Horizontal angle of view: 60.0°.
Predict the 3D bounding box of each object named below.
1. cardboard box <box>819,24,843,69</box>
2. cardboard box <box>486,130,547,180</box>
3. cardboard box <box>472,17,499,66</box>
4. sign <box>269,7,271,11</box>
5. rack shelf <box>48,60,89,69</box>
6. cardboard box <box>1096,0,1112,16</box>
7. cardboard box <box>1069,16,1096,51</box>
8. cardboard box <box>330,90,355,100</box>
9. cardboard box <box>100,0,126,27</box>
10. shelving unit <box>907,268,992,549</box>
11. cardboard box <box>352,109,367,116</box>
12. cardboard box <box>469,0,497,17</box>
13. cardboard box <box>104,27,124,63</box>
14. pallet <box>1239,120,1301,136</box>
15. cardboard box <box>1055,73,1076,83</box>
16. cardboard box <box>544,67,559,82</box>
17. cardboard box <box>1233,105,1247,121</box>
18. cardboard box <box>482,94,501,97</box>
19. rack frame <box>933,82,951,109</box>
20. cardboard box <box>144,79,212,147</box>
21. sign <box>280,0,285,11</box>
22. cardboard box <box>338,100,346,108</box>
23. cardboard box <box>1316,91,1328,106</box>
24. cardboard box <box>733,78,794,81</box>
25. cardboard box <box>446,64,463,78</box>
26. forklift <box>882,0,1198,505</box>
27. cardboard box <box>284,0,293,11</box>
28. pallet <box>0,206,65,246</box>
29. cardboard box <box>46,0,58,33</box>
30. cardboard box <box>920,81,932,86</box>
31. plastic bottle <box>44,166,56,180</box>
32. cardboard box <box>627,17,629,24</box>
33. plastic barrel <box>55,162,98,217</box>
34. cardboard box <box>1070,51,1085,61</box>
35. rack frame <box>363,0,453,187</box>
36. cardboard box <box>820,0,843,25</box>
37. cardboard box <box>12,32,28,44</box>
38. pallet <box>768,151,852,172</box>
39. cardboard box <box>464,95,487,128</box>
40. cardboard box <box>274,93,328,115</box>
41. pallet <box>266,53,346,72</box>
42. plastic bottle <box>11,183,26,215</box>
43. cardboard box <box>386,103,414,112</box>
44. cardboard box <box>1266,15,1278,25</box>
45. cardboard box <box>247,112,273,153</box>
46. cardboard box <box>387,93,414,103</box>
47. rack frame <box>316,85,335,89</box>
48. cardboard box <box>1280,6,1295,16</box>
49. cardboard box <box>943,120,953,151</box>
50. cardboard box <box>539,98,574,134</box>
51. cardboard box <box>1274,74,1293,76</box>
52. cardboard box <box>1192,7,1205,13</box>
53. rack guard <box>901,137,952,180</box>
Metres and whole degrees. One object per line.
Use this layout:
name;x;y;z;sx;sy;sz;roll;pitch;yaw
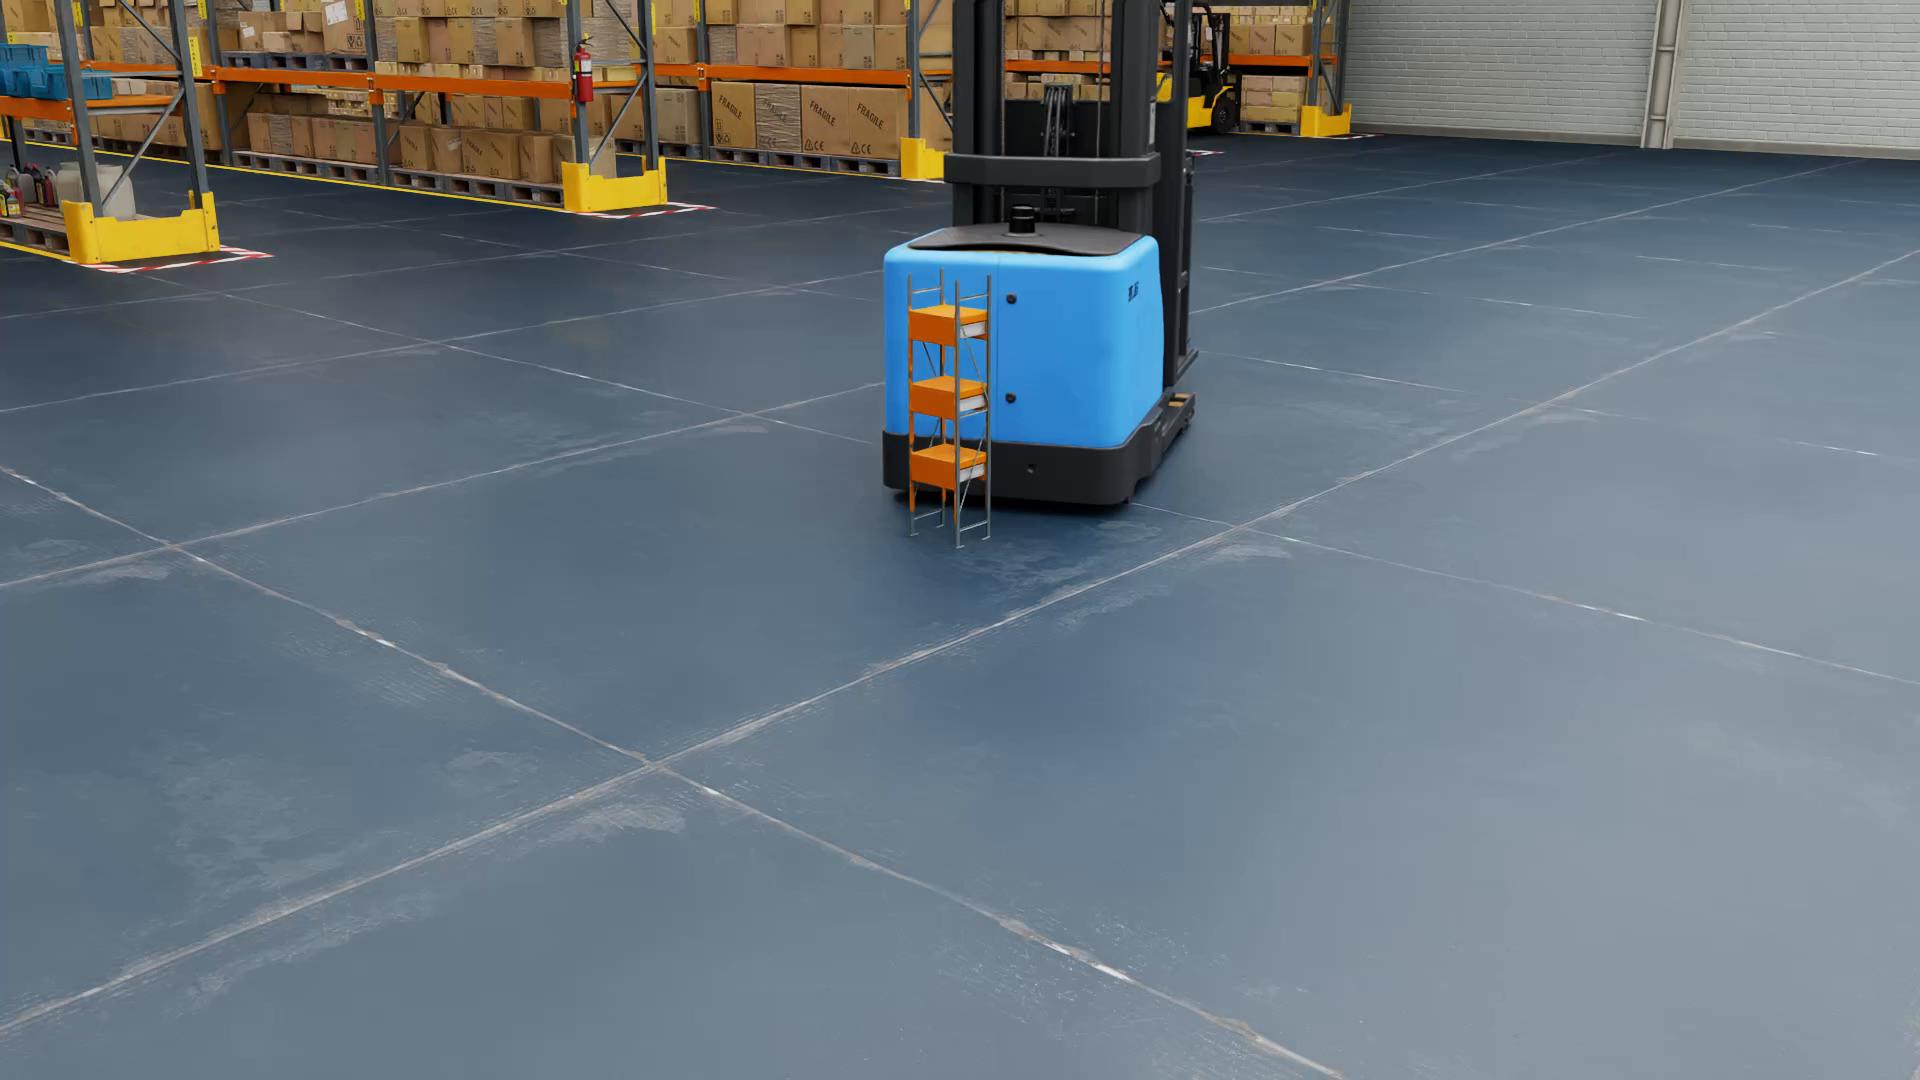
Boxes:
cardboard box;-1.342;-6.489;21.851;0.550;0.550;0.875;15;23;39
cardboard box;-5.022;-4.385;18.907;0.500;0.500;0.500;-16;23;-41
cardboard box;-4.833;-5.494;18.308;0.500;0.500;0.875;15;23;39
sign;-12.600;-9.609;30.499;0.005;0.325;0.100;15;23;39
rack shelf;-14.112;-7.473;26.389;4.000;0.370;1.077;15;23;39
cardboard box;2.410;-7.966;24.444;0.500;0.500;0.700;14;23;38
cardboard box;1.977;-7.584;24.894;0.500;0.500;0.500;15;23;39
cardboard box;-11.076;-8.002;29.903;0.250;0.149;0.380;15;23;40
cardboard box;-12.133;-7.814;24.449;0.637;0.503;0.797;14;23;38
shelving unit;-0.040;-0.511;6.487;0.252;1.050;0.215;15;23;39
cardboard box;-10.542;-7.567;29.514;0.250;0.149;0.380;15;23;39
cardboard box;-4.966;-5.925;18.013;0.500;0.500;0.500;15;23;39
cardboard box;-12.061;-7.212;24.213;0.500;0.500;0.500;15;23;39
pallet;5.629;-7.186;28.904;1.213;0.211;1.003;15;23;39
cardboard box;1.660;-7.015;25.295;0.250;0.149;0.380;16;23;40
cardboard box;-4.178;-4.946;17.652;0.250;0.149;0.380;15;23;39
cardboard box;4.934;-7.487;29.097;0.500;0.250;0.500;15;23;40
cardboard box;-7.327;-7.256;26.715;0.500;0.250;0.500;15;23;40
rack frame;-0.055;-8.050;27.018;0.127;3.000;1.000;15;23;39
cardboard box;-10.788;-6.122;23.763;0.875;0.875;1.225;15;23;39
sign;-9.271;-7.250;22.714;0.005;0.325;0.100;15;23;39
cardboard box;-10.998;-7.889;30.038;0.250;0.149;0.380;17;24;42
cardboard box;6.015;-7.640;28.751;0.500;0.250;0.500;16;23;40
cardboard box;-3.508;-8.198;30.303;0.875;0.875;0.875;15;23;39
cardboard box;-5.541;-5.279;18.701;0.250;0.149;0.380;15;23;39
forklift;0.571;-1.947;7.901;1.130;2.935;3.031;5;18;15
cardboard box;-12.081;-9.835;30.333;0.500;0.500;0.500;15;23;39
pallet;-8.529;-2.969;15.618;1.213;0.211;1.003;15;23;39
cardboard box;-13.510;-7.975;25.299;0.500;0.500;0.500;15;23;40
cardboard box;-0.581;-9.125;33.843;0.500;0.500;0.500;15;23;38
plastic bottle;-8.862;-3.467;16.229;0.185;0.351;0.144;15;23;39
cardboard box;-4.781;-7.838;24.533;0.500;0.500;0.700;15;23;39
plastic barrel;-7.846;-3.114;14.883;0.421;0.512;0.421;0;18;0
cardboard box;1.862;-7.281;25.009;0.250;0.149;0.380;16;23;40
rack frame;-6.633;-5.808;19.953;0.127;3.000;1.000;15;23;39
cardboard box;-1.326;-7.009;21.704;0.550;0.550;0.875;15;23;39
cardboard box;-14.662;-7.926;26.382;0.500;0.250;0.500;14;22;37
pallet;-1.831;-5.165;22.538;1.213;0.211;1.003;15;23;39
cardboard box;-7.714;-7.002;27.155;0.500;0.500;0.500;14;22;37
cardboard box;-8.700;-5.755;21.951;0.500;0.250;0.500;-15;23;-40
pallet;-8.117;-6.131;21.290;1.213;0.211;1.003;15;23;39
plastic bottle;-8.693;-3.150;15.341;0.133;0.283;0.061;15;23;39
cardboard box;-9.695;-7.490;28.782;0.250;0.149;0.380;16;23;40
cardboard box;5.419;-8.844;28.283;0.250;0.149;0.380;16;23;40
cardboard box;-9.110;-5.499;22.386;0.500;0.500;0.700;14;22;36
cardboard box;-9.687;-7.653;28.804;0.250;0.149;0.380;16;24;41
rack frame;-12.240;-9.319;31.017;0.127;3.000;1.000;15;23;39
cardboard box;5.616;-8.936;28.080;0.250;0.149;0.380;15;23;39
cardboard box;-0.057;-5.837;24.171;0.637;0.503;0.797;0;18;2
cardboard box;-5.861;-6.698;25.783;0.750;0.750;1.050;15;23;39
cardboard box;5.619;-7.976;28.982;0.500;0.250;0.500;15;23;39
cardboard box;4.295;-9.300;29.229;0.250;0.149;0.380;15;23;39
rack guard;-0.255;-4.910;21.257;0.348;0.500;1.175;15;23;39
